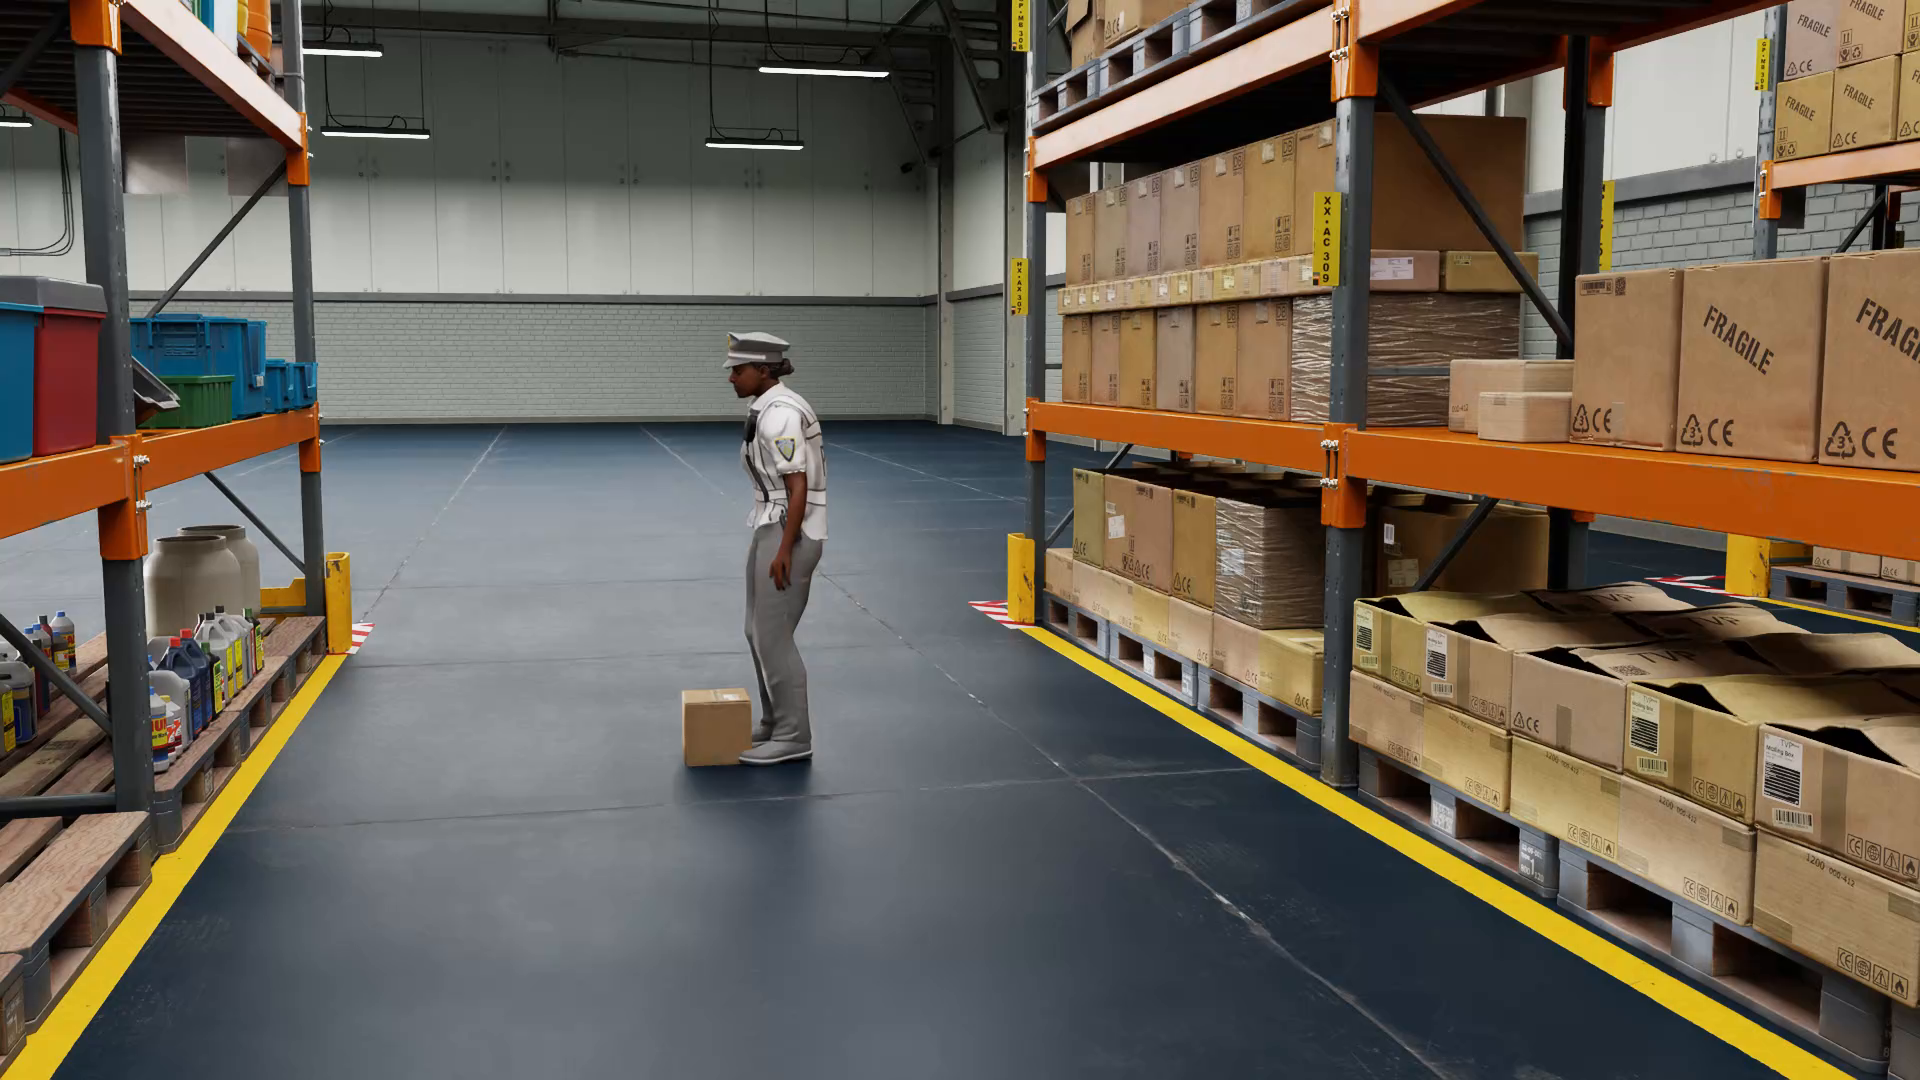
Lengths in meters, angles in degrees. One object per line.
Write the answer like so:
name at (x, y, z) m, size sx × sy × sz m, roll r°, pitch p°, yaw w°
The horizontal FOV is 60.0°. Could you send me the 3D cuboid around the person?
person at (-0.723, 0.023, 6.488) m, size 0.397 × 1.655 × 0.516 m, roll -2°, pitch 6°, yaw -16°
